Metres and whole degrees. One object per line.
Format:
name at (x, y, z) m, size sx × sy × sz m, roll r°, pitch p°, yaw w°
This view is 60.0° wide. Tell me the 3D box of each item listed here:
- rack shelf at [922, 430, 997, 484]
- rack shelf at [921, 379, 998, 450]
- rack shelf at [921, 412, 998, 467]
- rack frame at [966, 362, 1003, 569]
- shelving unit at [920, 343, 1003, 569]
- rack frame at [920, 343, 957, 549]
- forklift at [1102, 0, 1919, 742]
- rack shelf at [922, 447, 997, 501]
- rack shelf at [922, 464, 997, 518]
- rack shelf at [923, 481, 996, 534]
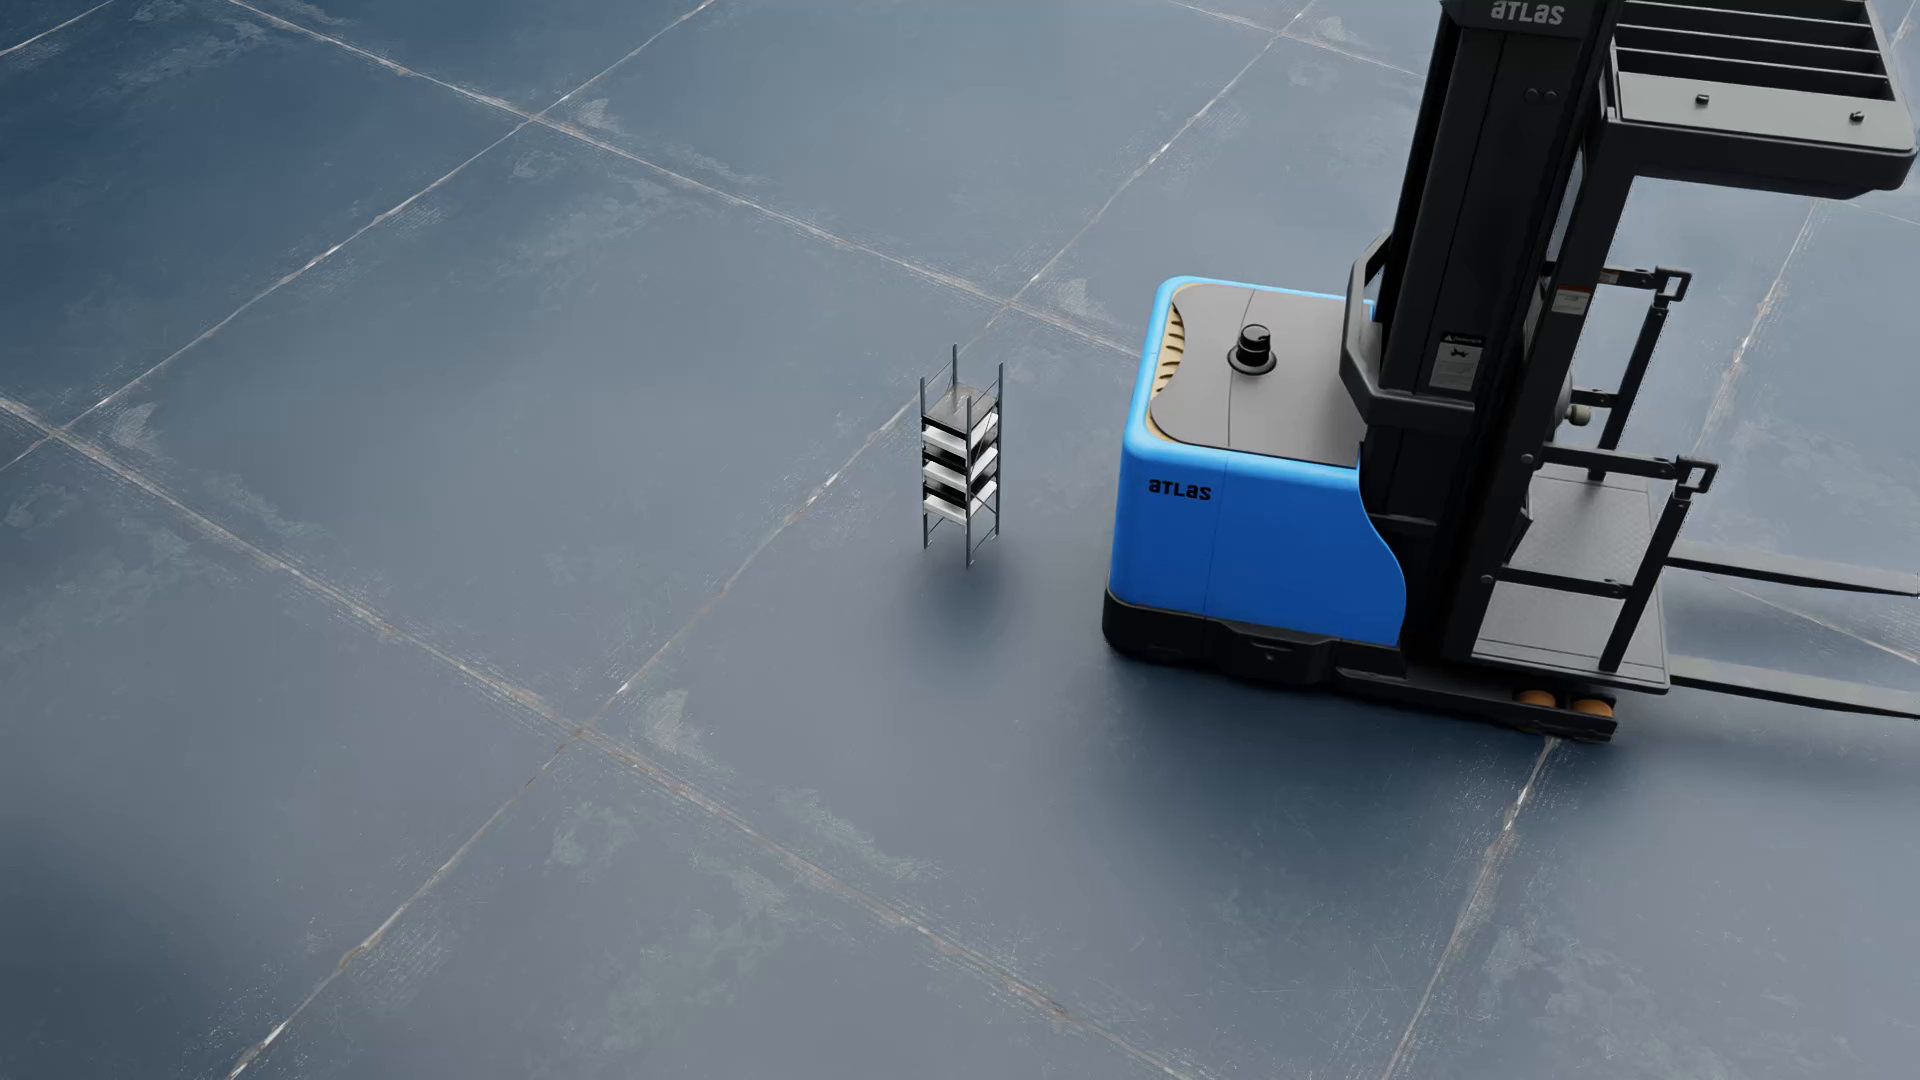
rack shelf at (0.007, -0.350, 6.384) m, size 0.200 × 0.077 × 0.258 m, roll 25°, pitch 51°, yaw 22°
rack shelf at (0.007, -0.475, 6.254) m, size 0.200 × 0.077 × 0.258 m, roll 25°, pitch 51°, yaw 22°
rack shelf at (0.007, -0.413, 6.319) m, size 0.200 × 0.077 × 0.258 m, roll 25°, pitch 51°, yaw 22°
rack frame at (0.092, -0.271, 6.386) m, size 0.006 × 0.900 × 0.240 m, roll 25°, pitch 51°, yaw 22°
shelving unit at (0.007, -0.310, 6.424) m, size 0.210 × 0.900 × 0.258 m, roll 25°, pitch 51°, yaw 22°
rack frame at (-0.079, -0.350, 6.462) m, size 0.006 × 0.900 × 0.240 m, roll 25°, pitch 51°, yaw 22°
forklift at (2.111, -0.709, 5.395) m, size 3.031 × 2.935 × 1.130 m, roll 9°, pitch 47°, yaw 9°
rack shelf at (0.007, -0.287, 6.448) m, size 0.200 × 0.077 × 0.258 m, roll 25°, pitch 51°, yaw 22°
rack shelf at (0.007, -0.225, 6.513) m, size 0.200 × 0.077 × 0.258 m, roll 25°, pitch 51°, yaw 22°
rack shelf at (0.007, -0.162, 6.577) m, size 0.200 × 0.077 × 0.258 m, roll 25°, pitch 51°, yaw 22°
